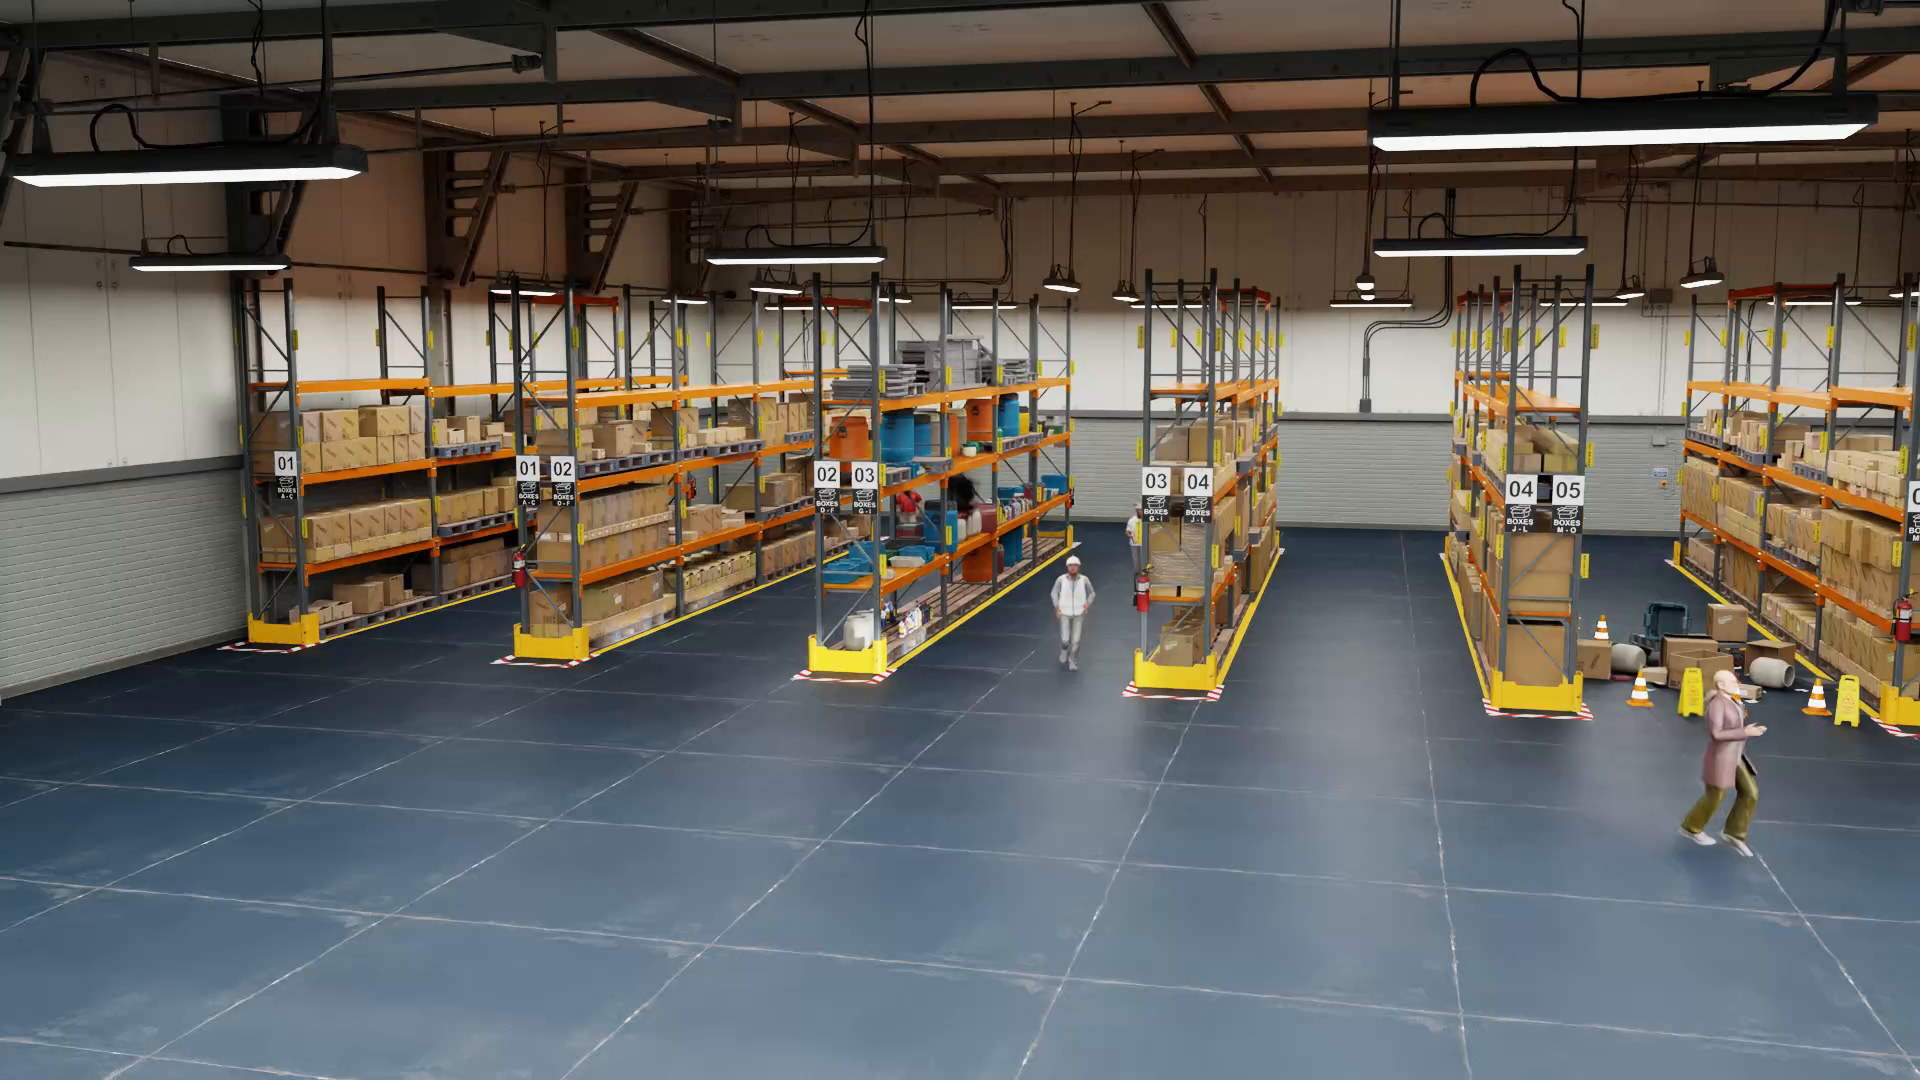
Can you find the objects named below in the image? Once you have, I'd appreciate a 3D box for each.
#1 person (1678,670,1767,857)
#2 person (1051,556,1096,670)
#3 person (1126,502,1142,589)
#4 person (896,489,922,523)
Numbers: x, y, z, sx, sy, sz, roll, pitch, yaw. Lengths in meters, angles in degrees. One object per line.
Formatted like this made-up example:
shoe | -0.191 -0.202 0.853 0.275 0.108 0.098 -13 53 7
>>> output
person | 7.473 2.186 16.249 0.685 1.844 0.793 -6 9 -42
person | 1.732 1.111 25.356 0.676 1.743 0.576 0 7 1
person | 3.410 0.148 31.312 0.594 1.737 0.634 2 7 15
person | -1.218 -0.494 38.892 0.643 1.755 0.676 0 7 3
